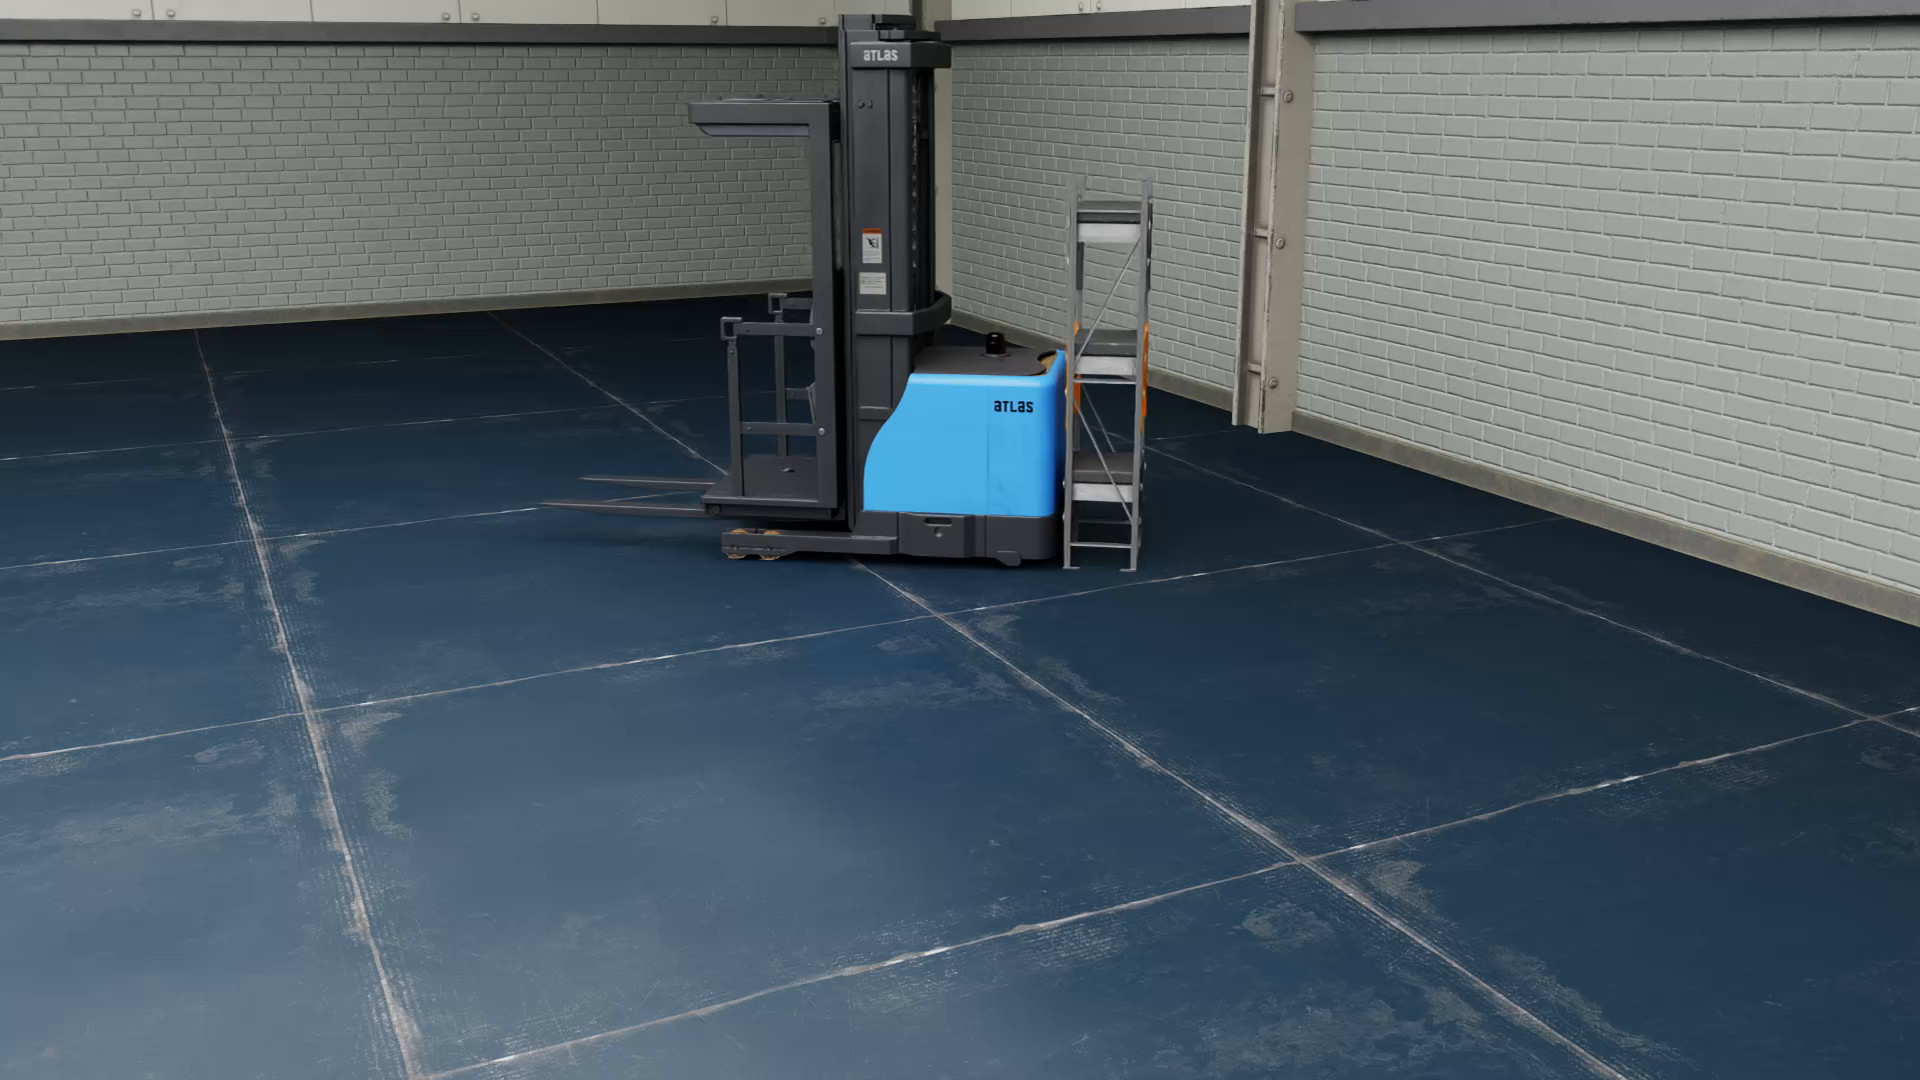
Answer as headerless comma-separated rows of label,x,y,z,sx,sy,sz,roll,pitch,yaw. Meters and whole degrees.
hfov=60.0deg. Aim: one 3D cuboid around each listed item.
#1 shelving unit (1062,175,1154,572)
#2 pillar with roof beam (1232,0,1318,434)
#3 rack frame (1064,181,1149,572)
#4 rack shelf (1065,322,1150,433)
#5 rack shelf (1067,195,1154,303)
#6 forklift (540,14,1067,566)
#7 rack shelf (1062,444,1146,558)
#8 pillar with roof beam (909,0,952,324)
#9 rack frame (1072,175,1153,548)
shelving unit,0.811,-0.909,9.111,0.431,2.100,0.503,2,16,8
pillar with roof beam,-1.543,-4.673,9.721,9.100,9.000,0.400,-8,18,-25
rack frame,0.774,-0.843,8.879,0.400,2.100,0.015,2,16,8
rack shelf,0.811,-0.896,9.115,0.431,0.518,0.480,2,16,8
rack shelf,0.811,-1.569,8.922,0.431,0.518,0.480,2,16,8
forklift,-0.902,-1.433,9.432,3.031,2.935,1.130,2,16,8
rack shelf,0.810,-0.223,9.308,0.431,0.518,0.480,2,16,8
pillar with roof beam,-4.171,-6.161,14.906,9.100,9.000,0.400,-8,18,-25
rack frame,0.848,-0.976,9.343,0.400,2.100,0.015,2,16,8
